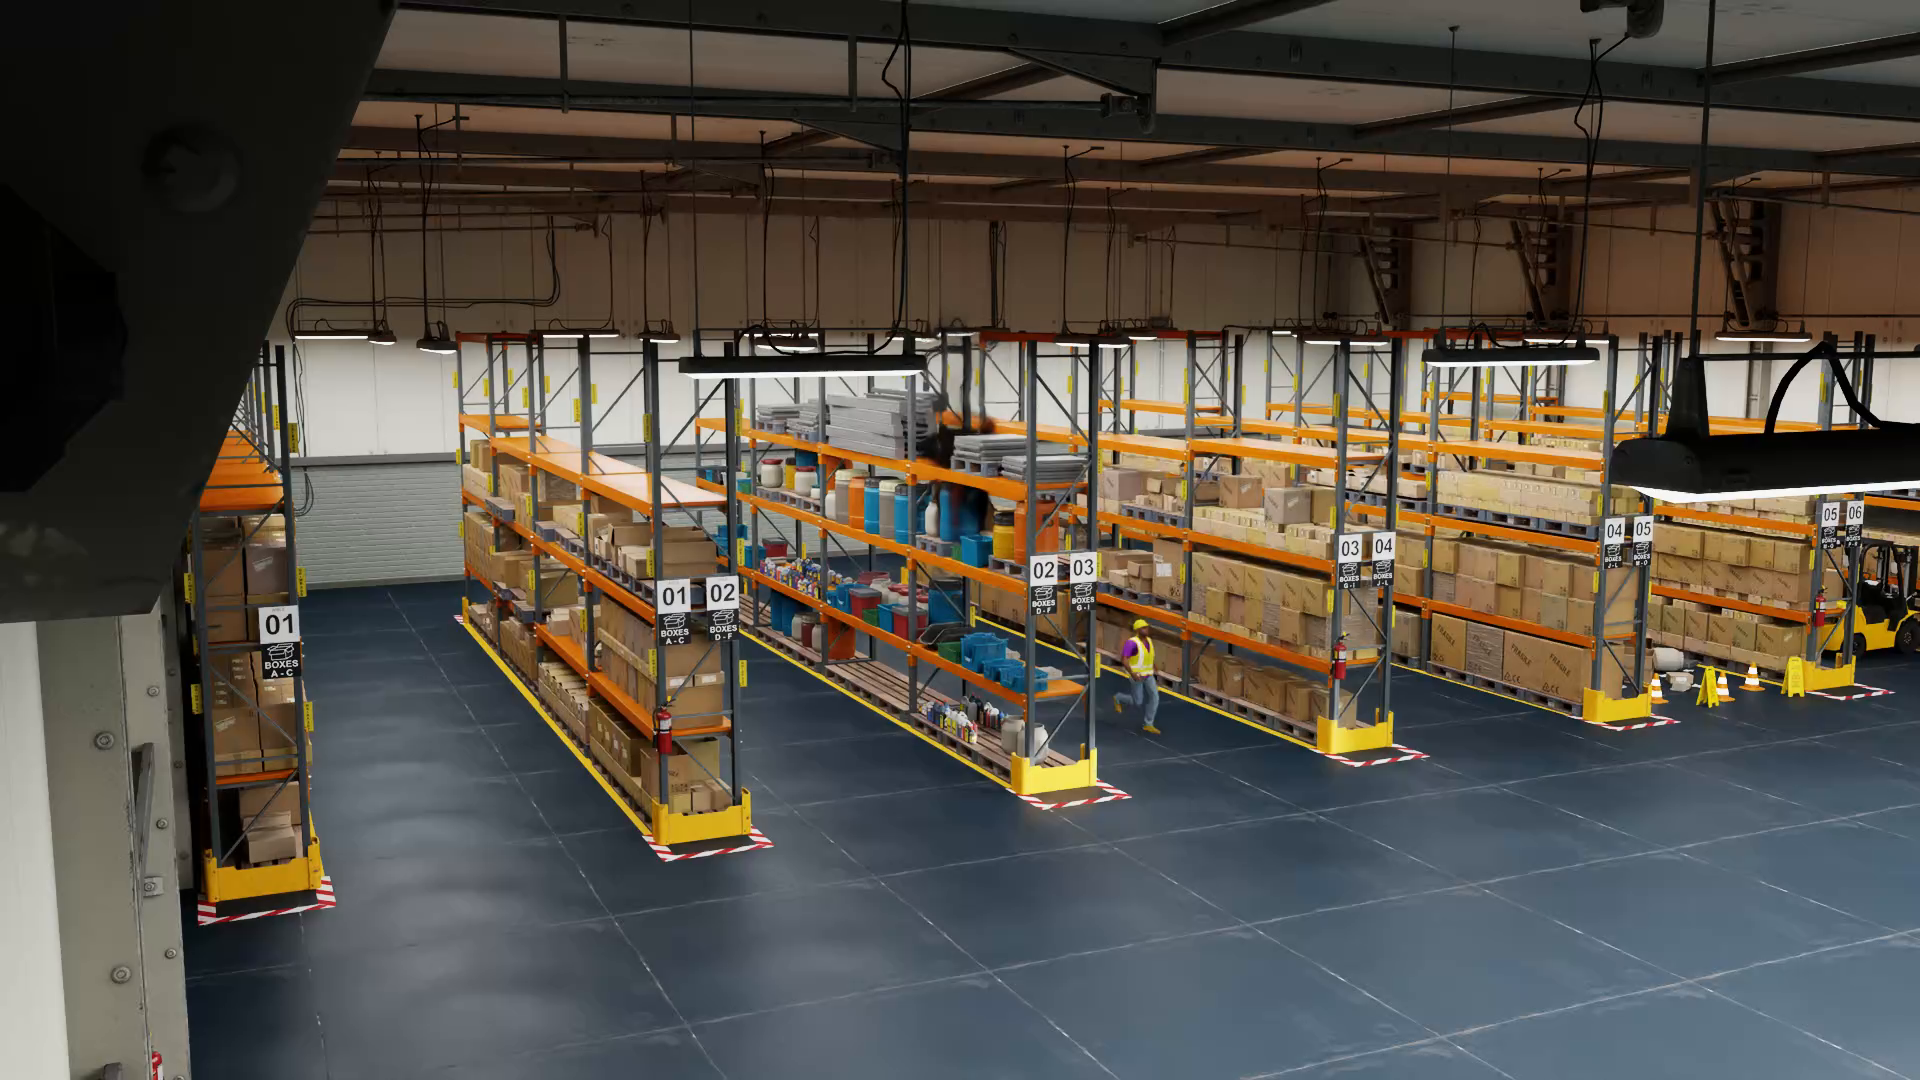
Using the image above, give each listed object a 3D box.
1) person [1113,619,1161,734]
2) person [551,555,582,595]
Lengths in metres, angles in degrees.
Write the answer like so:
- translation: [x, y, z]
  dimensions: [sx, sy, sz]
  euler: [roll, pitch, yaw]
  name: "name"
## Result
- translation: [2.765, 2.070, 25.491]
  dimensions: [0.696, 1.726, 0.795]
  euler: [-6, 10, -39]
  name: "person"
- translation: [-8.505, 0.730, 35.799]
  dimensions: [0.614, 1.561, 0.799]
  euler: [6, 10, 36]
  name: "person"
